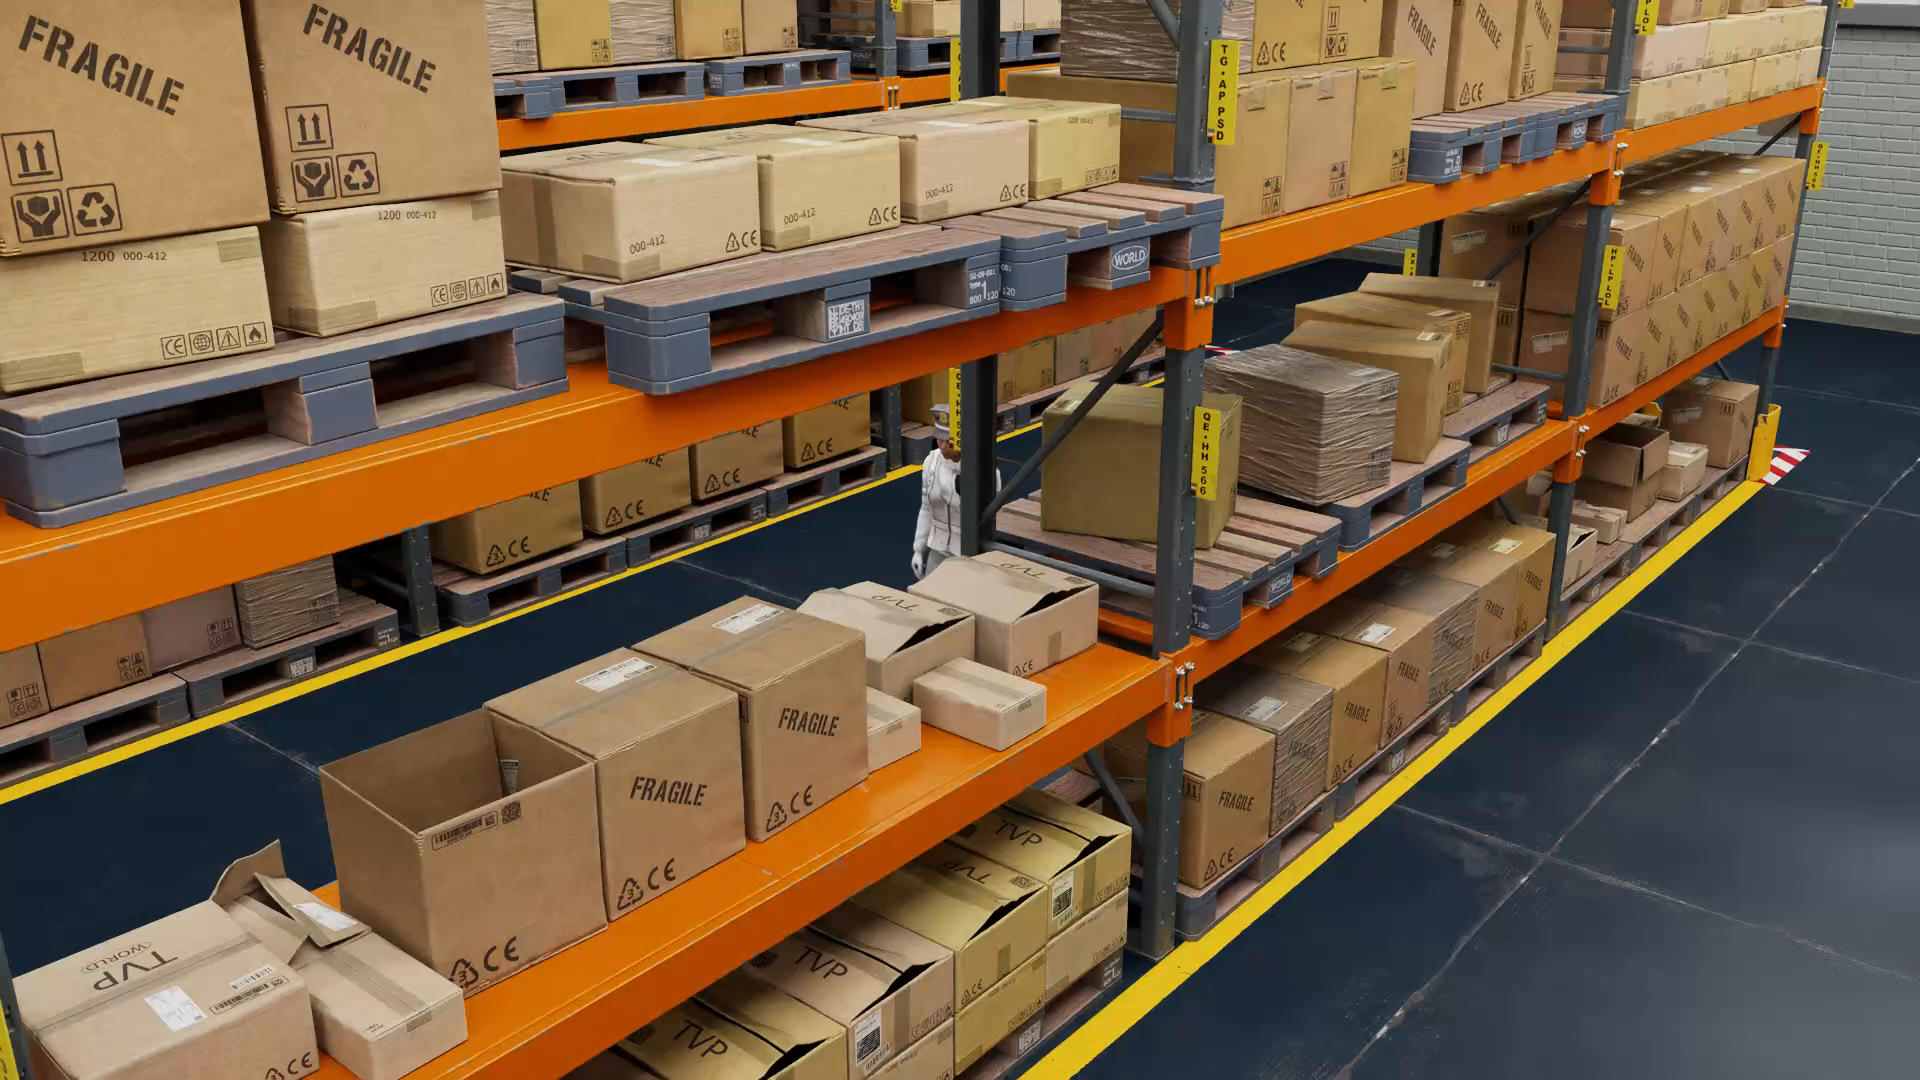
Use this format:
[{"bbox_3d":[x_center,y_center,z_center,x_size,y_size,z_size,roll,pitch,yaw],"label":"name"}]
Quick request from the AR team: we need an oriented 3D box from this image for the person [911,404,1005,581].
[{"bbox_3d":[-0.006,0.116,8.259,0.531,1.663,0.372,14,25,34],"label":"person"}]
